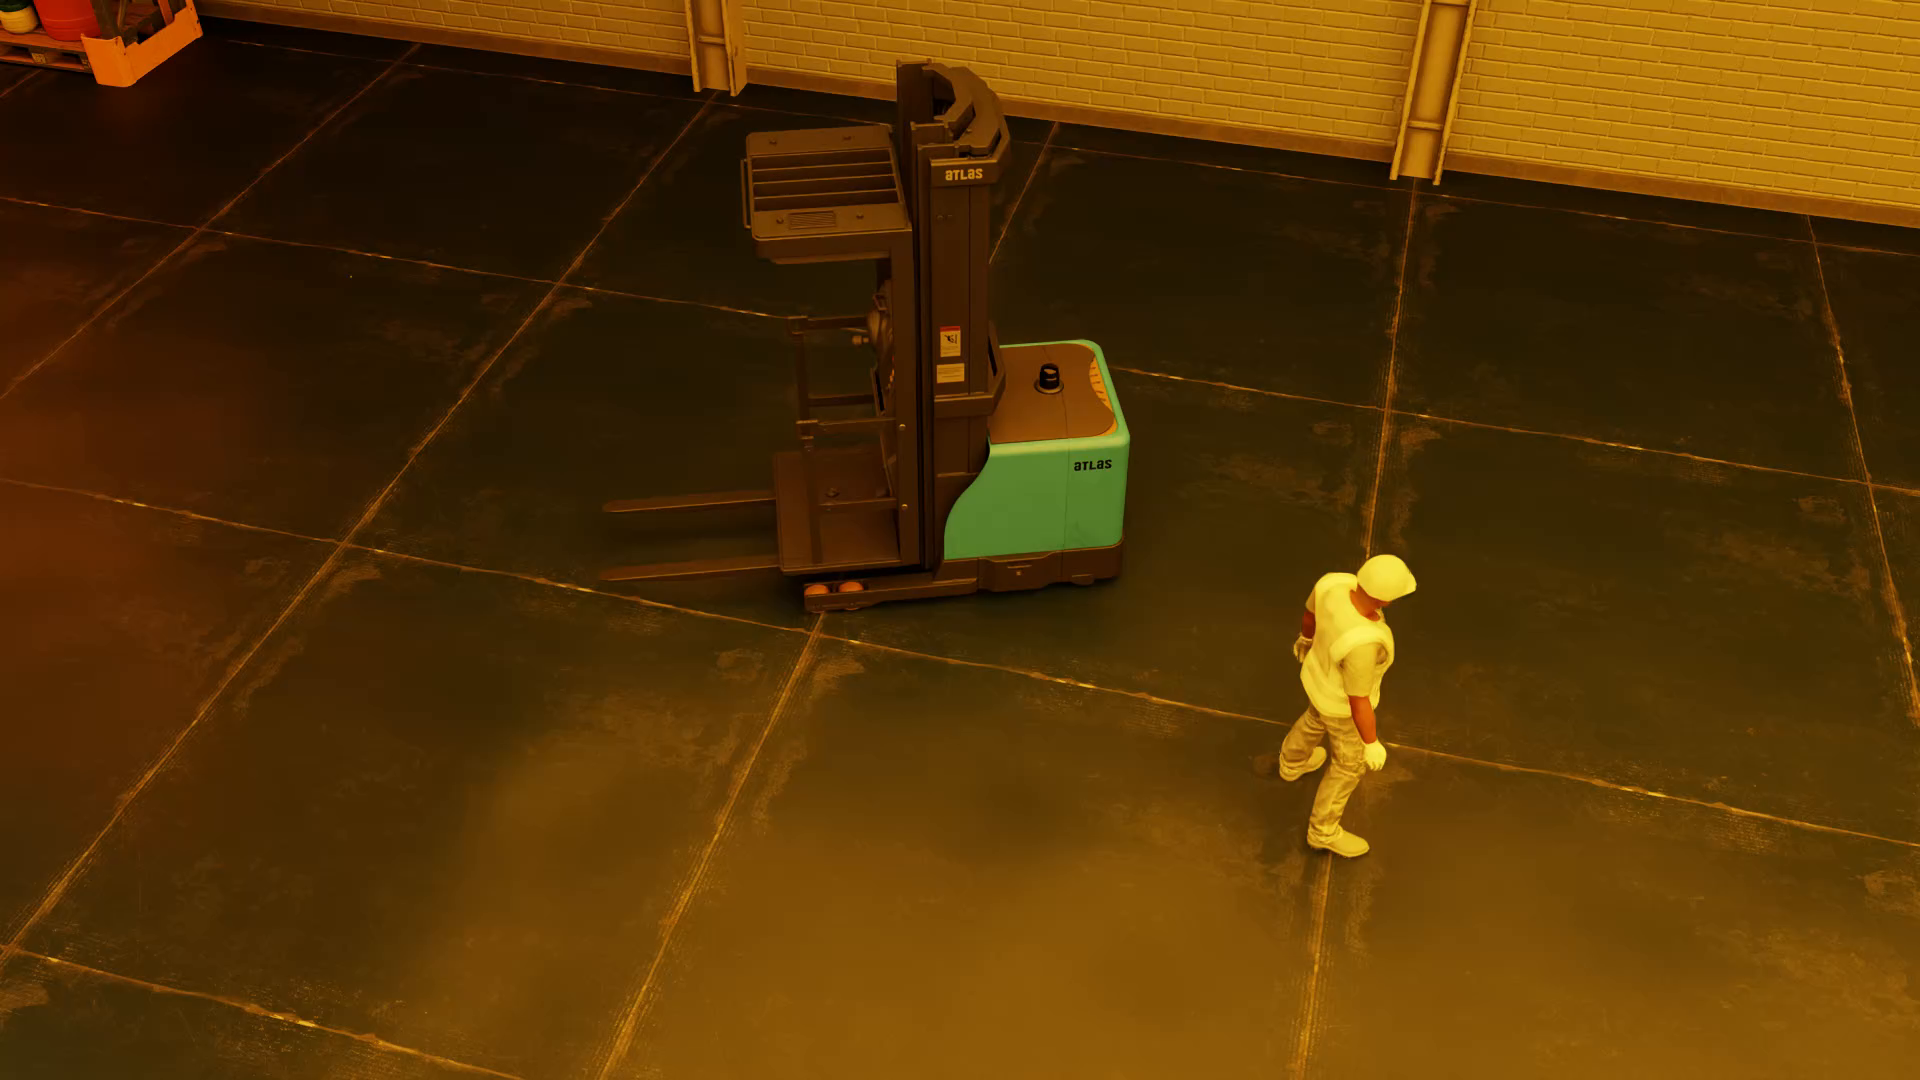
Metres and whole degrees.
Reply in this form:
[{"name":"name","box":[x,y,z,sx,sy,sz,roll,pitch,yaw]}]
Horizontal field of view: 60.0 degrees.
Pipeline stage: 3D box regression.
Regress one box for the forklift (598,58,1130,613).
[{"name":"forklift","box":[-0.604,-1.052,9.062,3.031,2.935,1.130,-5,41,-5]}]

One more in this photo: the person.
[{"name":"person","box":[1.841,0.728,7.918,0.383,1.767,0.808,-7,42,-8]}]
